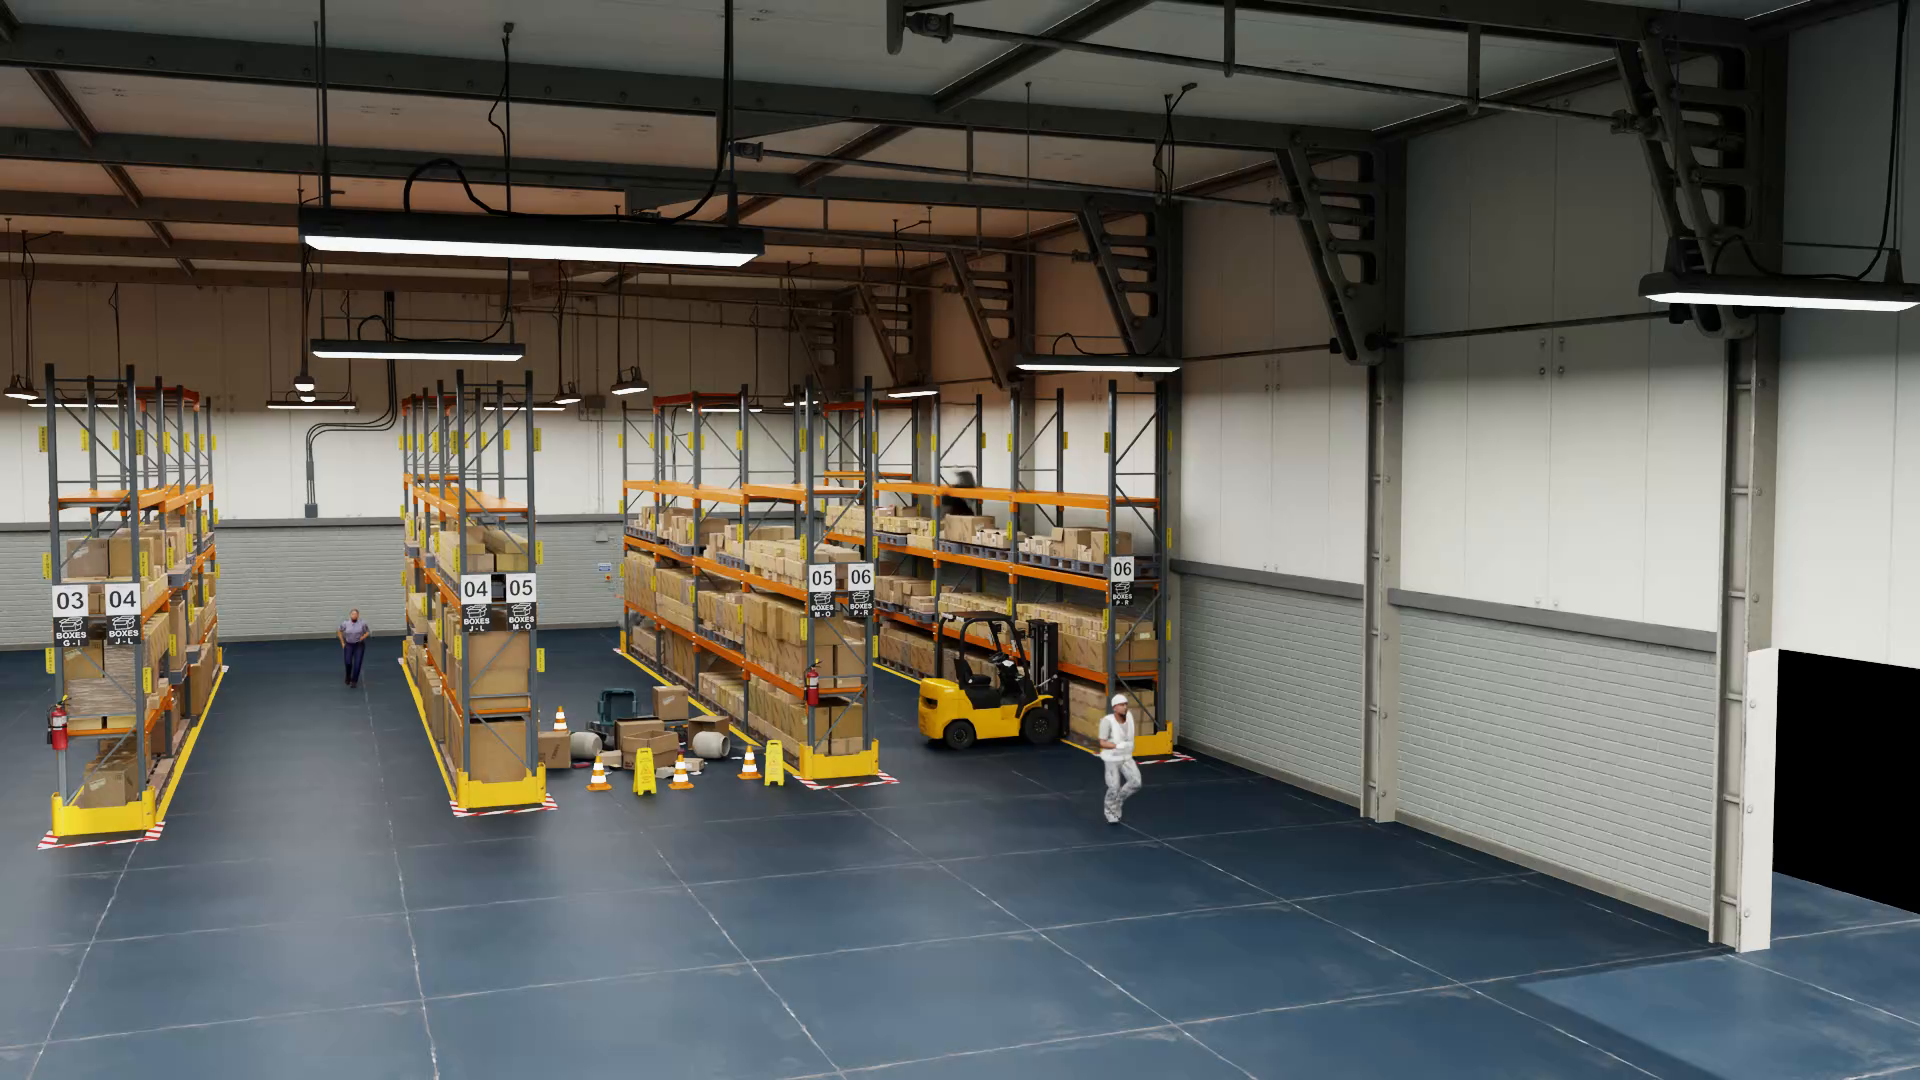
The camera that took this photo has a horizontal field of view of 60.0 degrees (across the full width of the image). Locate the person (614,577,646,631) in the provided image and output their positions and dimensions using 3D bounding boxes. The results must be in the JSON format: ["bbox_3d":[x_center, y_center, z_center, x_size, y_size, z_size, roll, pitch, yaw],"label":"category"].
[{"bbox_3d":[-7.989,1.764,40.774,0.961,1.784,0.647,-1,3,-14],"label":"person"}]

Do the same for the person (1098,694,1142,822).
[{"bbox_3d":[2.102,2.855,21.632,0.726,1.721,0.728,-2,4,-31],"label":"person"}]

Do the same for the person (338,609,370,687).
[{"bbox_3d":[-12.370,2.218,33.969,0.605,1.593,0.590,-1,4,-23],"label":"person"}]
